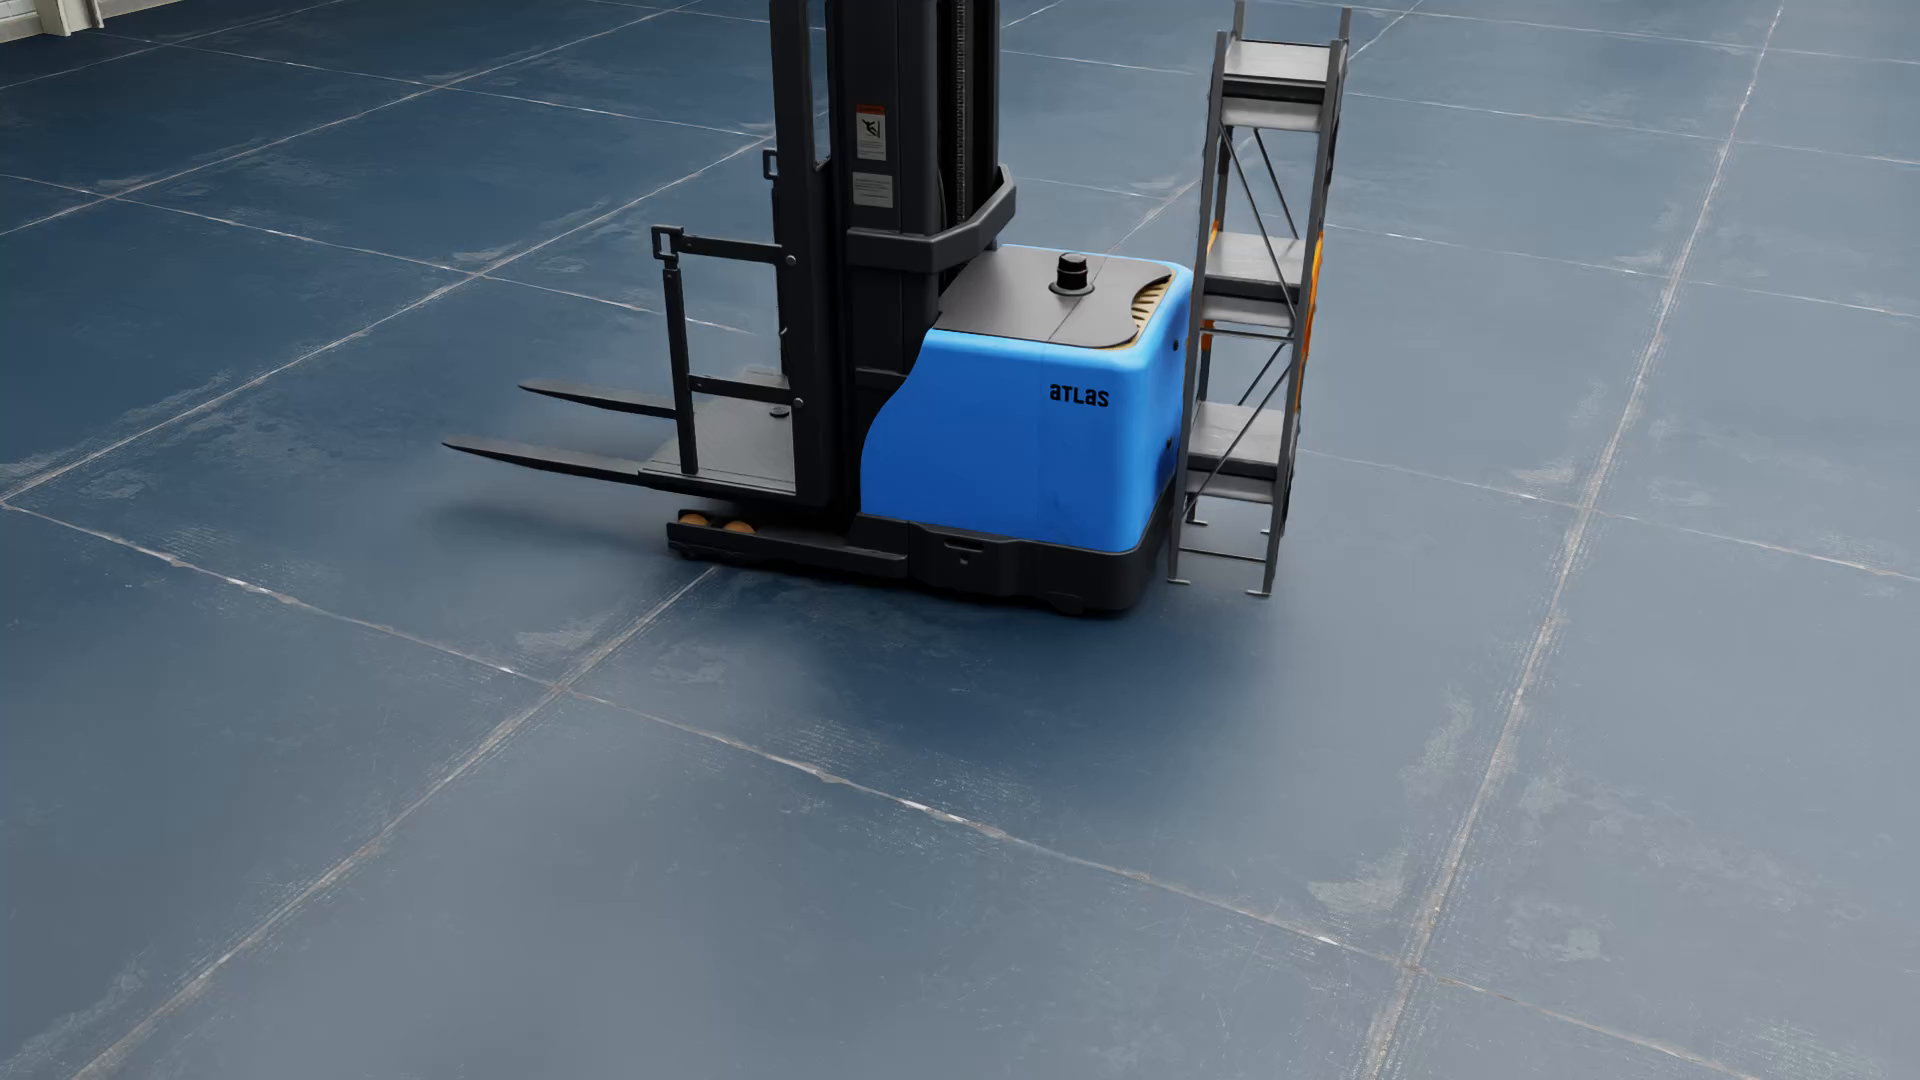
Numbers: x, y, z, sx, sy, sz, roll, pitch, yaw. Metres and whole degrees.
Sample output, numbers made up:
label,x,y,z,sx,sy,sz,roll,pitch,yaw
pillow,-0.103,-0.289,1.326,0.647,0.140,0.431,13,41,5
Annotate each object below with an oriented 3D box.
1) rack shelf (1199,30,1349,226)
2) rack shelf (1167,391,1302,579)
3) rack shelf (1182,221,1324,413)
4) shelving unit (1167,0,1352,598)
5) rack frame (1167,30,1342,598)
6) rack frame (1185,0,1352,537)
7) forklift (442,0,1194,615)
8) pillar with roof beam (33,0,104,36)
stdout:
label,x,y,z,sx,sy,sz,roll,pitch,yaw
rack shelf,1.088,-1.431,5.748,0.431,0.518,0.480,9,31,13
rack shelf,1.066,-0.220,6.450,0.431,0.518,0.480,9,31,13
rack shelf,1.077,-0.825,6.099,0.431,0.518,0.480,9,31,13
shelving unit,1.077,-0.837,6.092,0.431,2.100,0.503,9,31,13
rack frame,1.013,-0.720,5.888,0.400,2.100,0.015,9,31,13
rack frame,1.141,-0.954,6.296,0.400,2.100,0.015,9,31,13
forklift,-0.649,-1.415,6.271,3.031,2.935,1.130,9,31,15
pillar with roof beam,-3.898,-7.375,10.556,9.100,9.000,0.400,14,33,23
